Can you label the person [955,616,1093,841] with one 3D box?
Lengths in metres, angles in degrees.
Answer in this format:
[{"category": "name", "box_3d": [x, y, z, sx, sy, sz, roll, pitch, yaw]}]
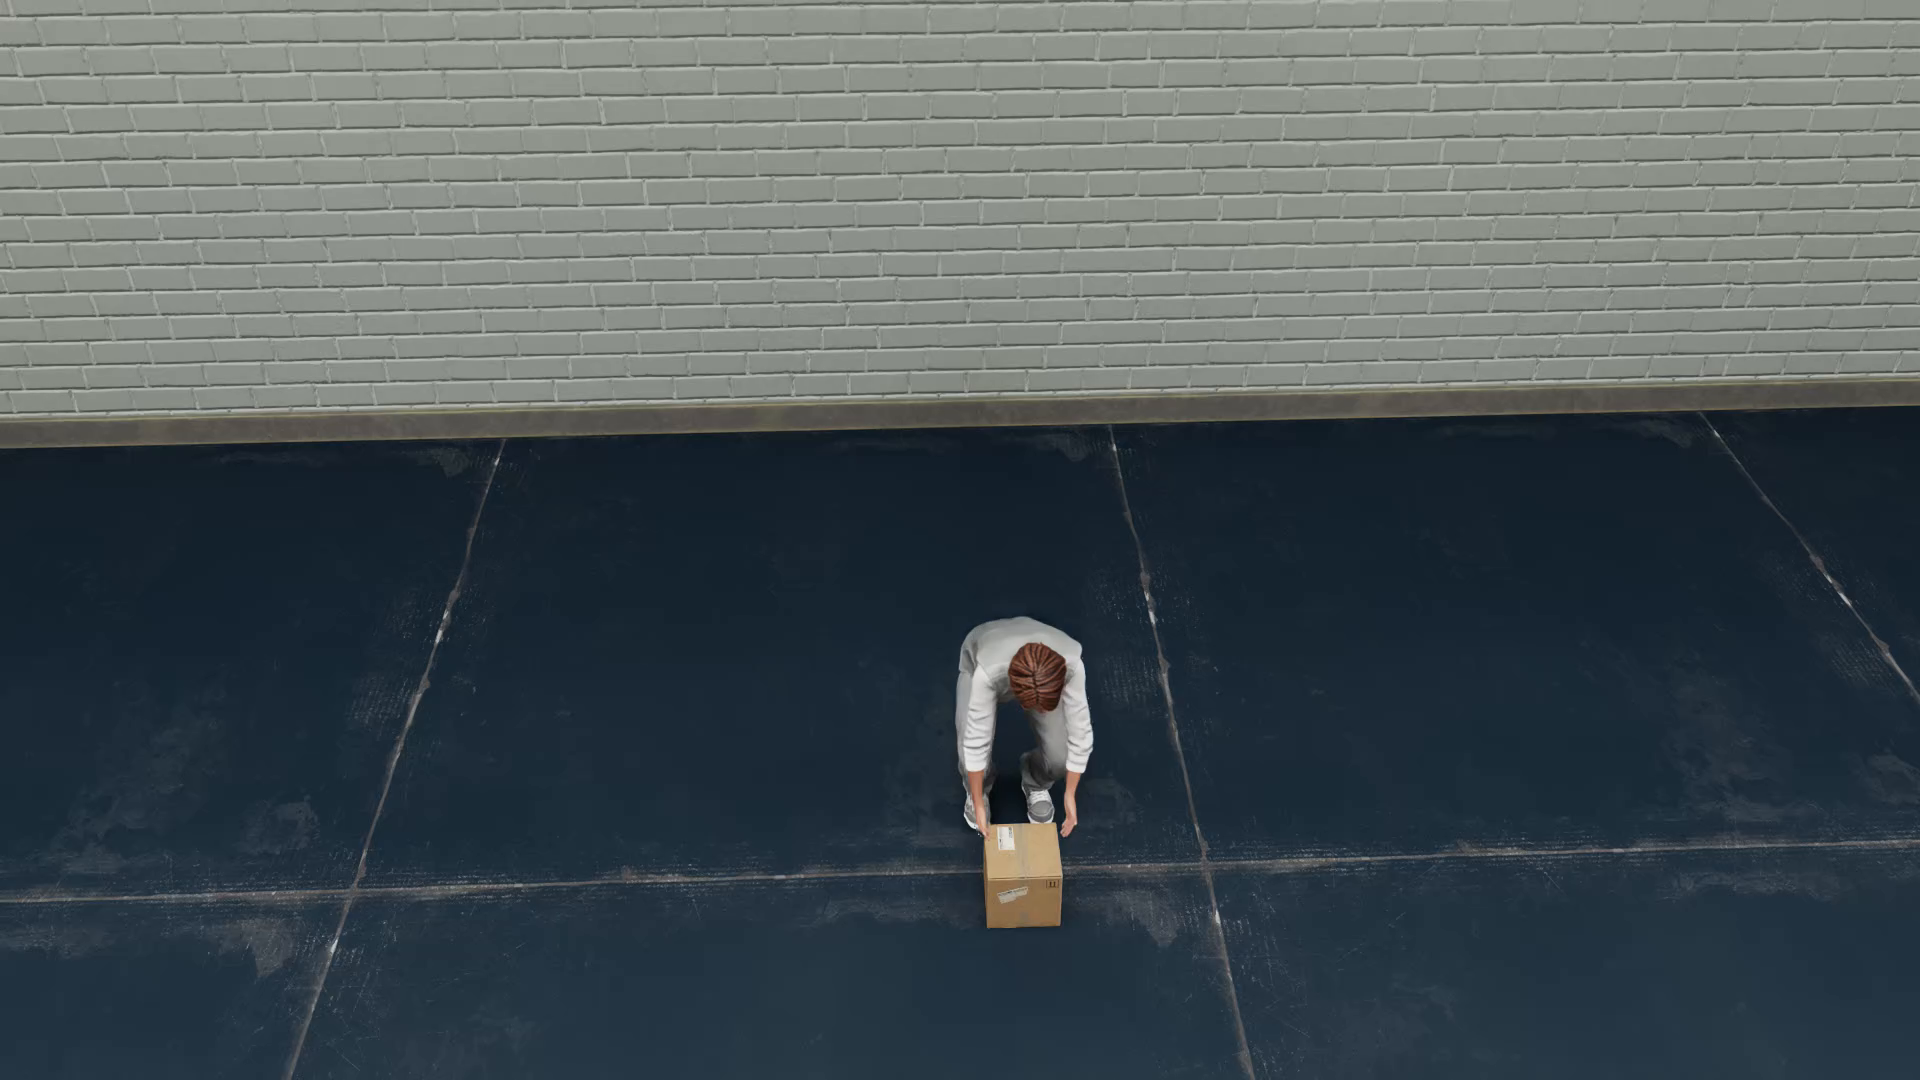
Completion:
[{"category": "person", "box_3d": [0.213, 0.616, 5.793, 0.458, 1.022, 0.768, -2, 36, -2]}]
